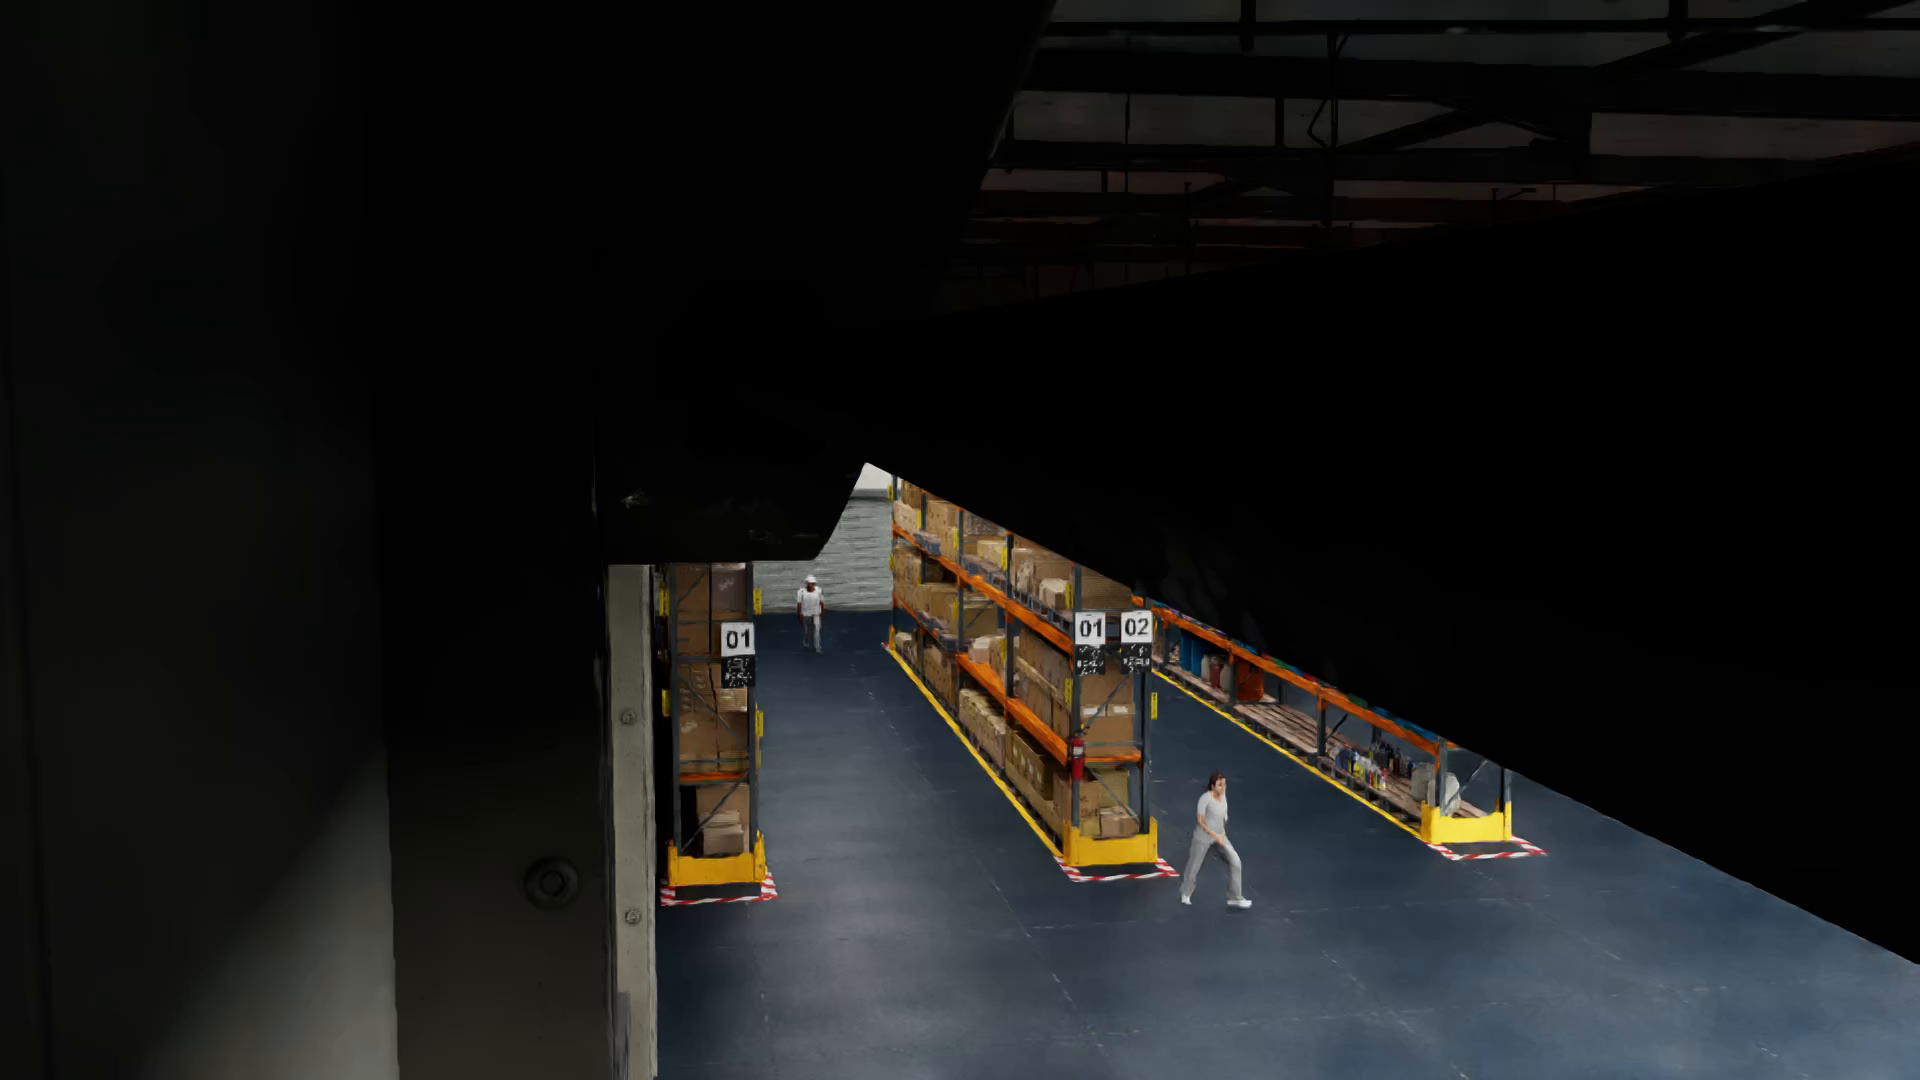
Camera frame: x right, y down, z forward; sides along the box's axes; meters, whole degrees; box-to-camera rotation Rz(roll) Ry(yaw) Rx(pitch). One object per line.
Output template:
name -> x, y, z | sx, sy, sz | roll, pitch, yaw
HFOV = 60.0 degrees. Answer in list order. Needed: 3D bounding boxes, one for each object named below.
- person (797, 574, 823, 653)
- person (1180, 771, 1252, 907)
person -> -3.249, 1.581, 36.092 | 0.577, 1.690, 1.121 | -1, 6, -8
person -> 2.926, 3.446, 19.261 | 0.610, 1.613, 0.786 | -4, 7, -30
